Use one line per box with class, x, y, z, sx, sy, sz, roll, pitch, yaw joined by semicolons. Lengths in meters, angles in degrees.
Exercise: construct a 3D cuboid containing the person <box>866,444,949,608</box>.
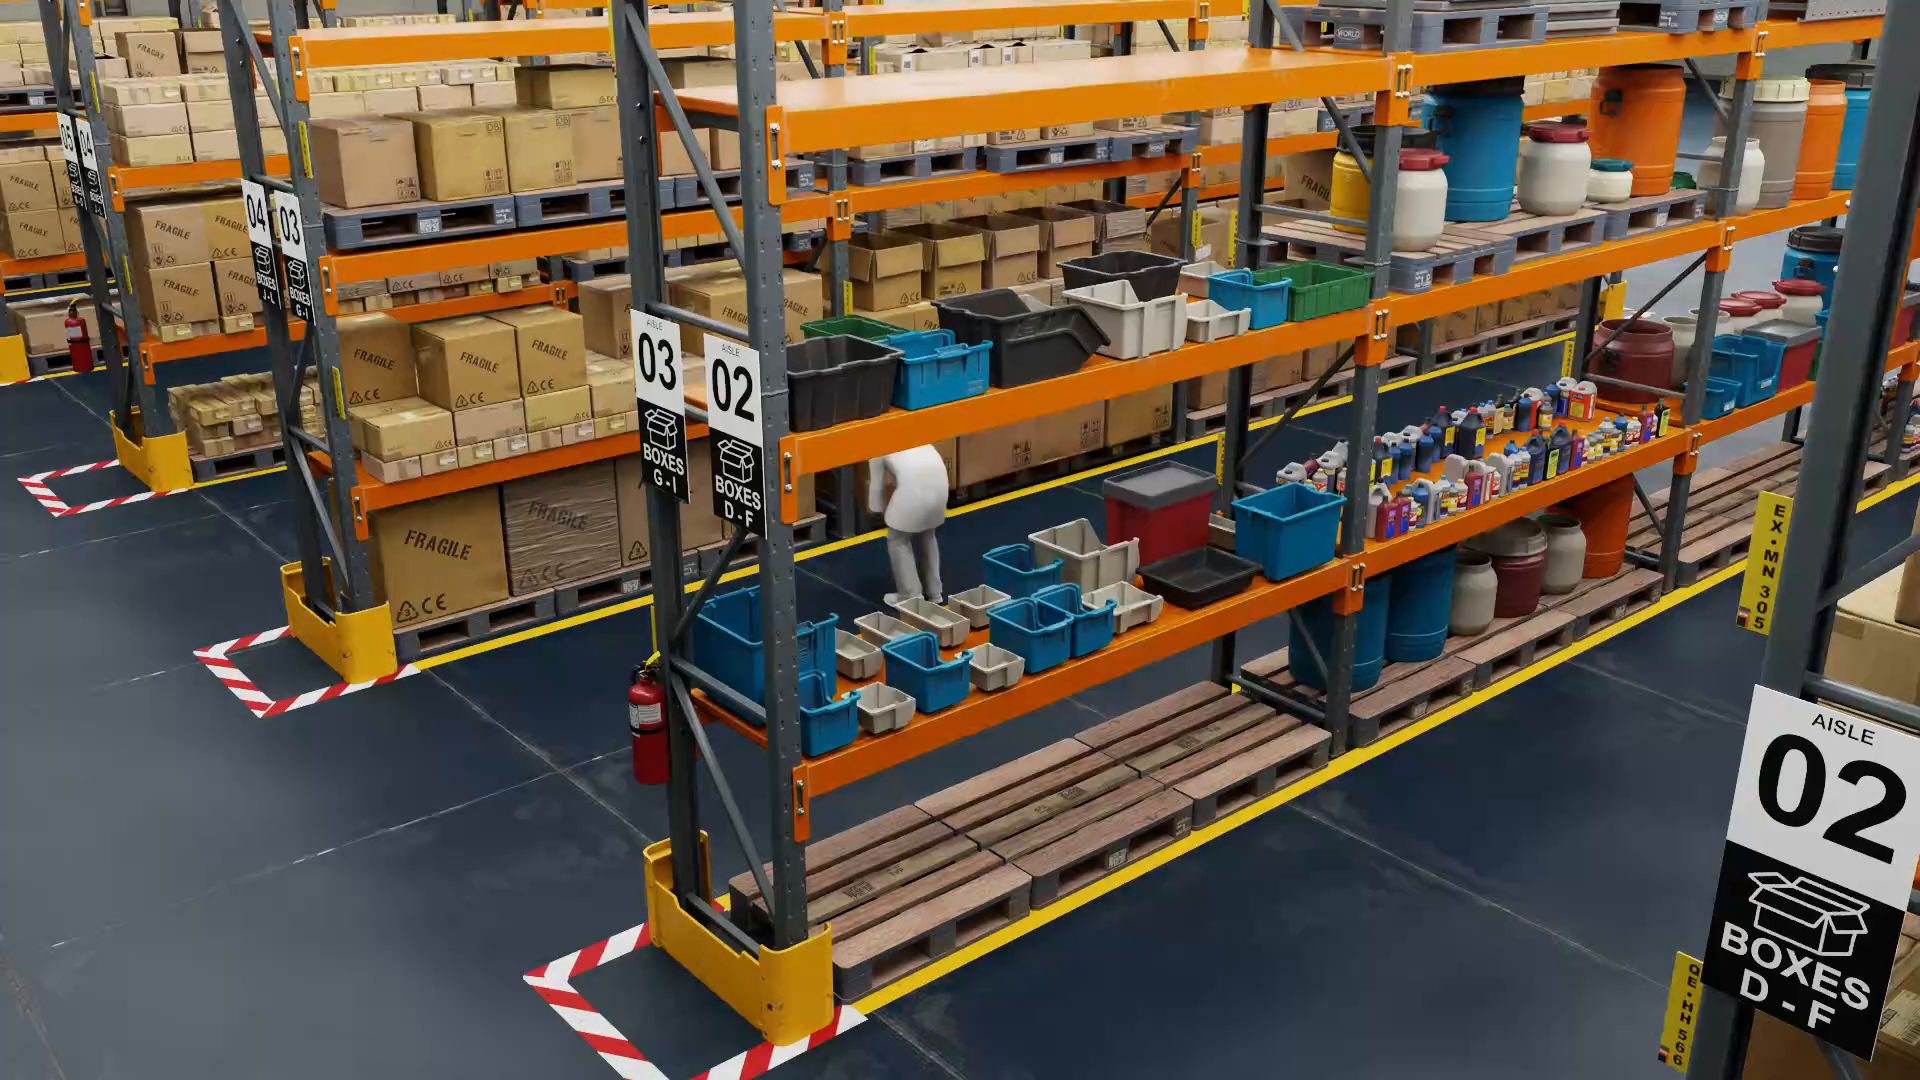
person;-0.417;-0.296;12.197;0.542;1.564;0.759;-18;27;-39
